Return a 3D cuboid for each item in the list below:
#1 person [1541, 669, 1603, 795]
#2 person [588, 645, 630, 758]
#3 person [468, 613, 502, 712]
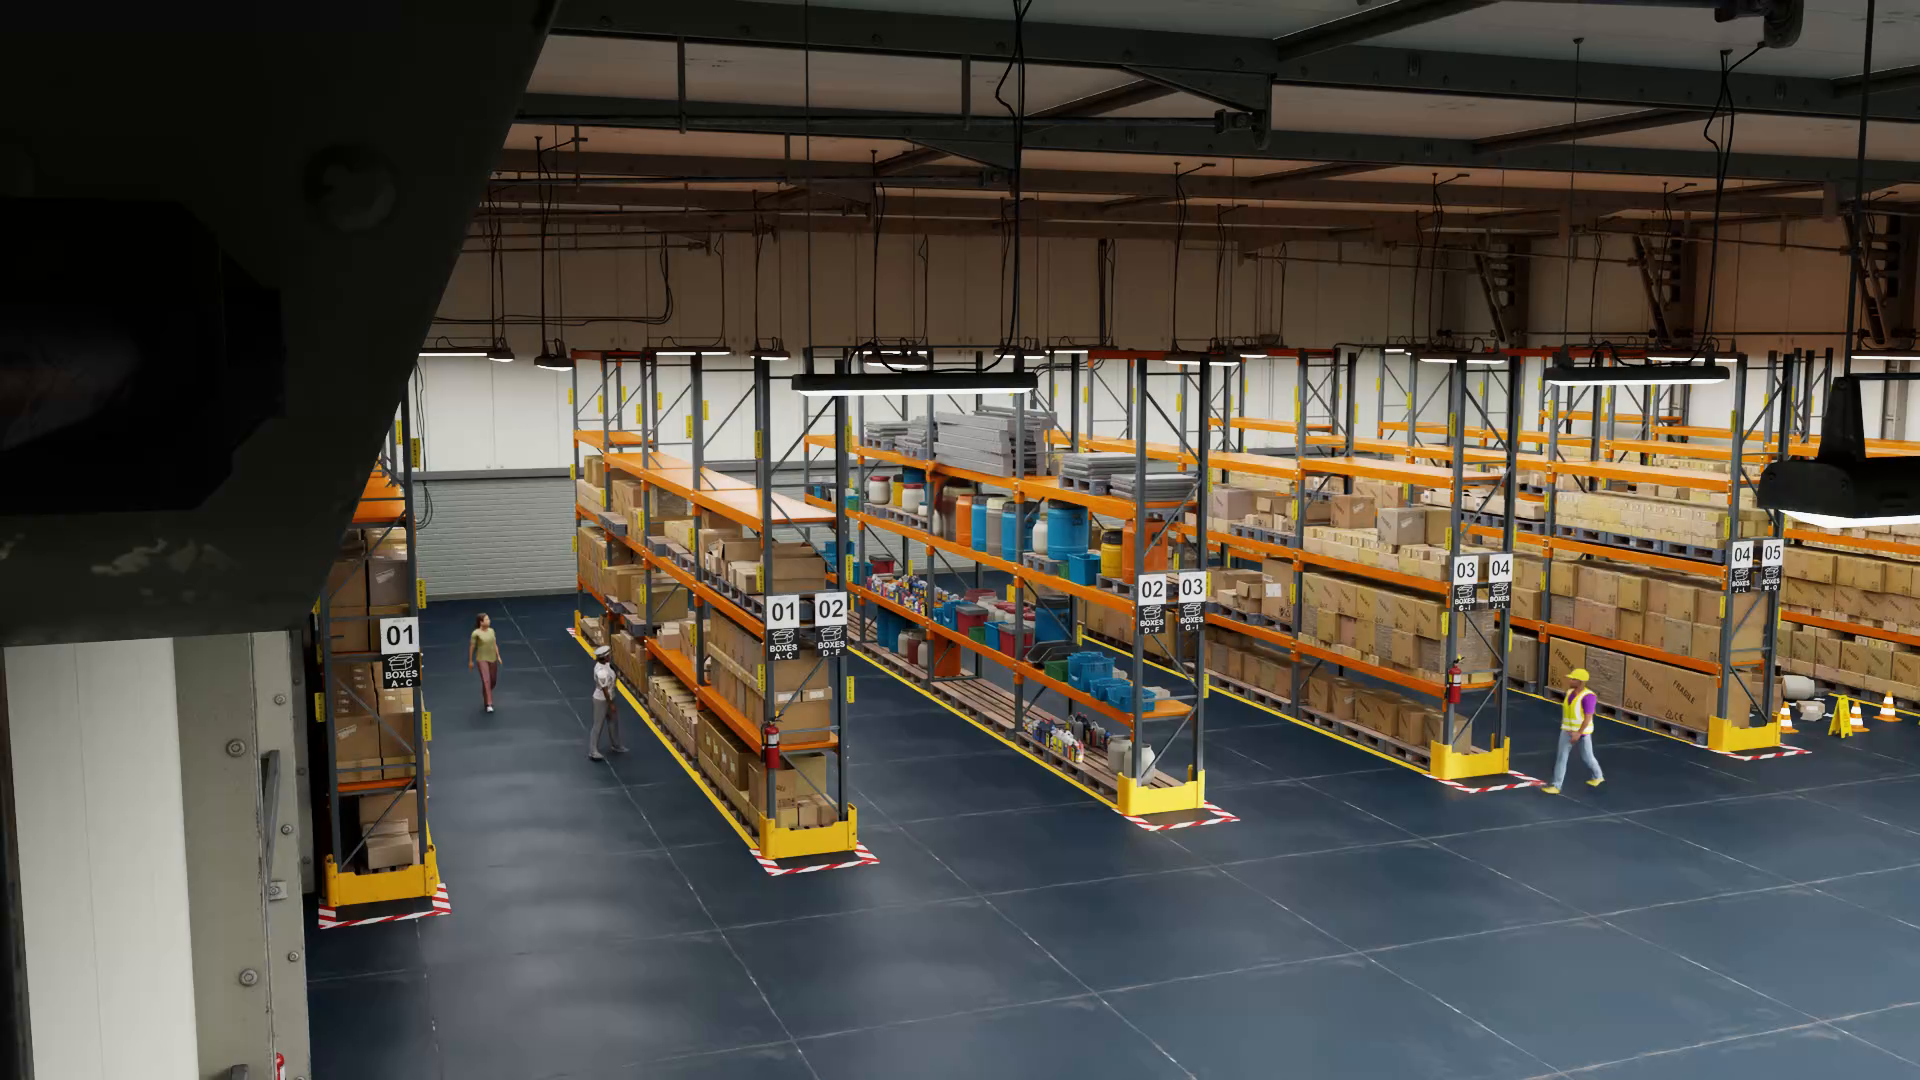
[{"bbox_3d":[8.501,2.637,22.907,1.036,1.735,0.505,-6,9,-41],"label":"person"},{"bbox_3d":[-5.297,2.420,24.950,0.523,1.711,0.626,1,7,4],"label":"person"},{"bbox_3d":[-8.028,2.034,28.094,0.552,1.629,0.961,-4,8,-31],"label":"person"}]
